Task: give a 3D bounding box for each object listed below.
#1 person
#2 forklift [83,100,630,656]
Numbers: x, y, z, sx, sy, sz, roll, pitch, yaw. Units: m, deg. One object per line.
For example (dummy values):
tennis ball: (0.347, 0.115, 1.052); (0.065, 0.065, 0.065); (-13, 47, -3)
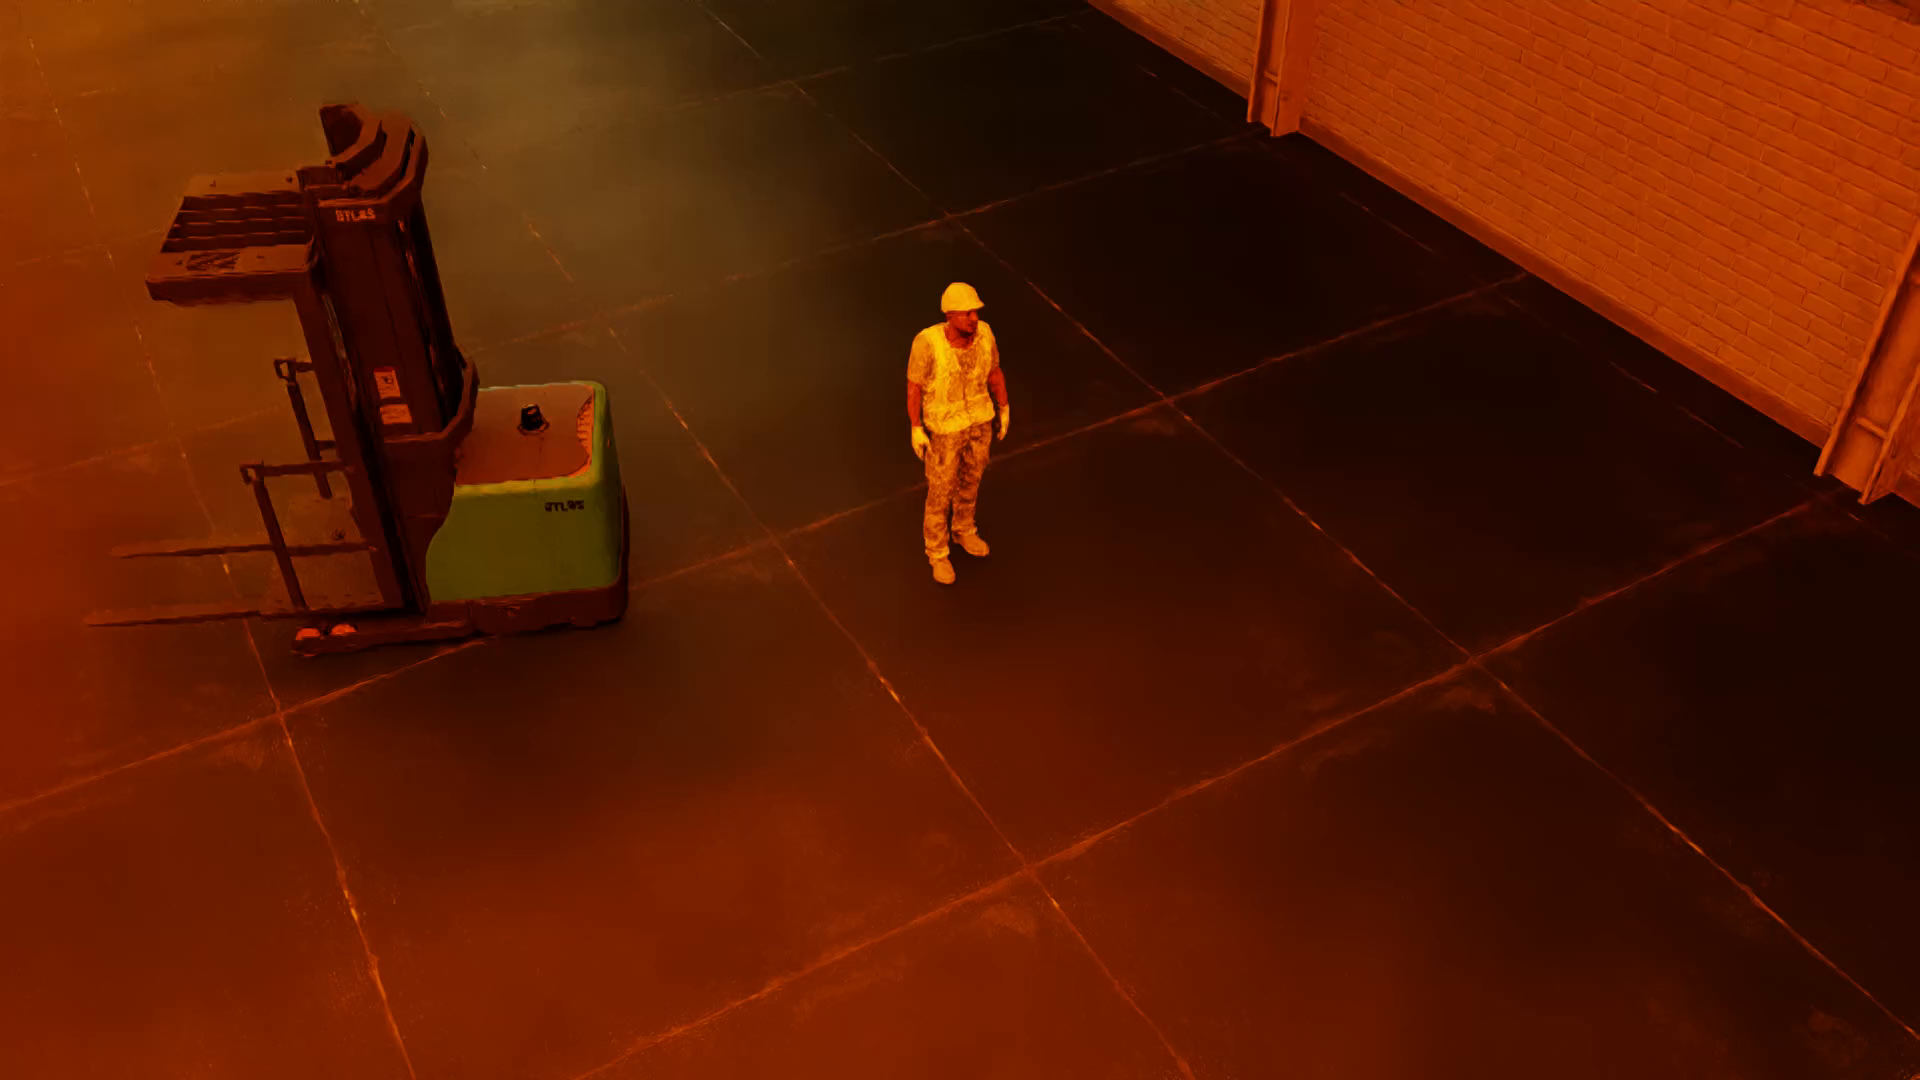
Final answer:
person: (0.029, -0.649, 9.707); (0.655, 1.782, 0.576); (-20, 44, -23)
forklift: (-3.511, -0.823, 9.029); (3.031, 2.935, 1.130); (-5, 40, -6)
